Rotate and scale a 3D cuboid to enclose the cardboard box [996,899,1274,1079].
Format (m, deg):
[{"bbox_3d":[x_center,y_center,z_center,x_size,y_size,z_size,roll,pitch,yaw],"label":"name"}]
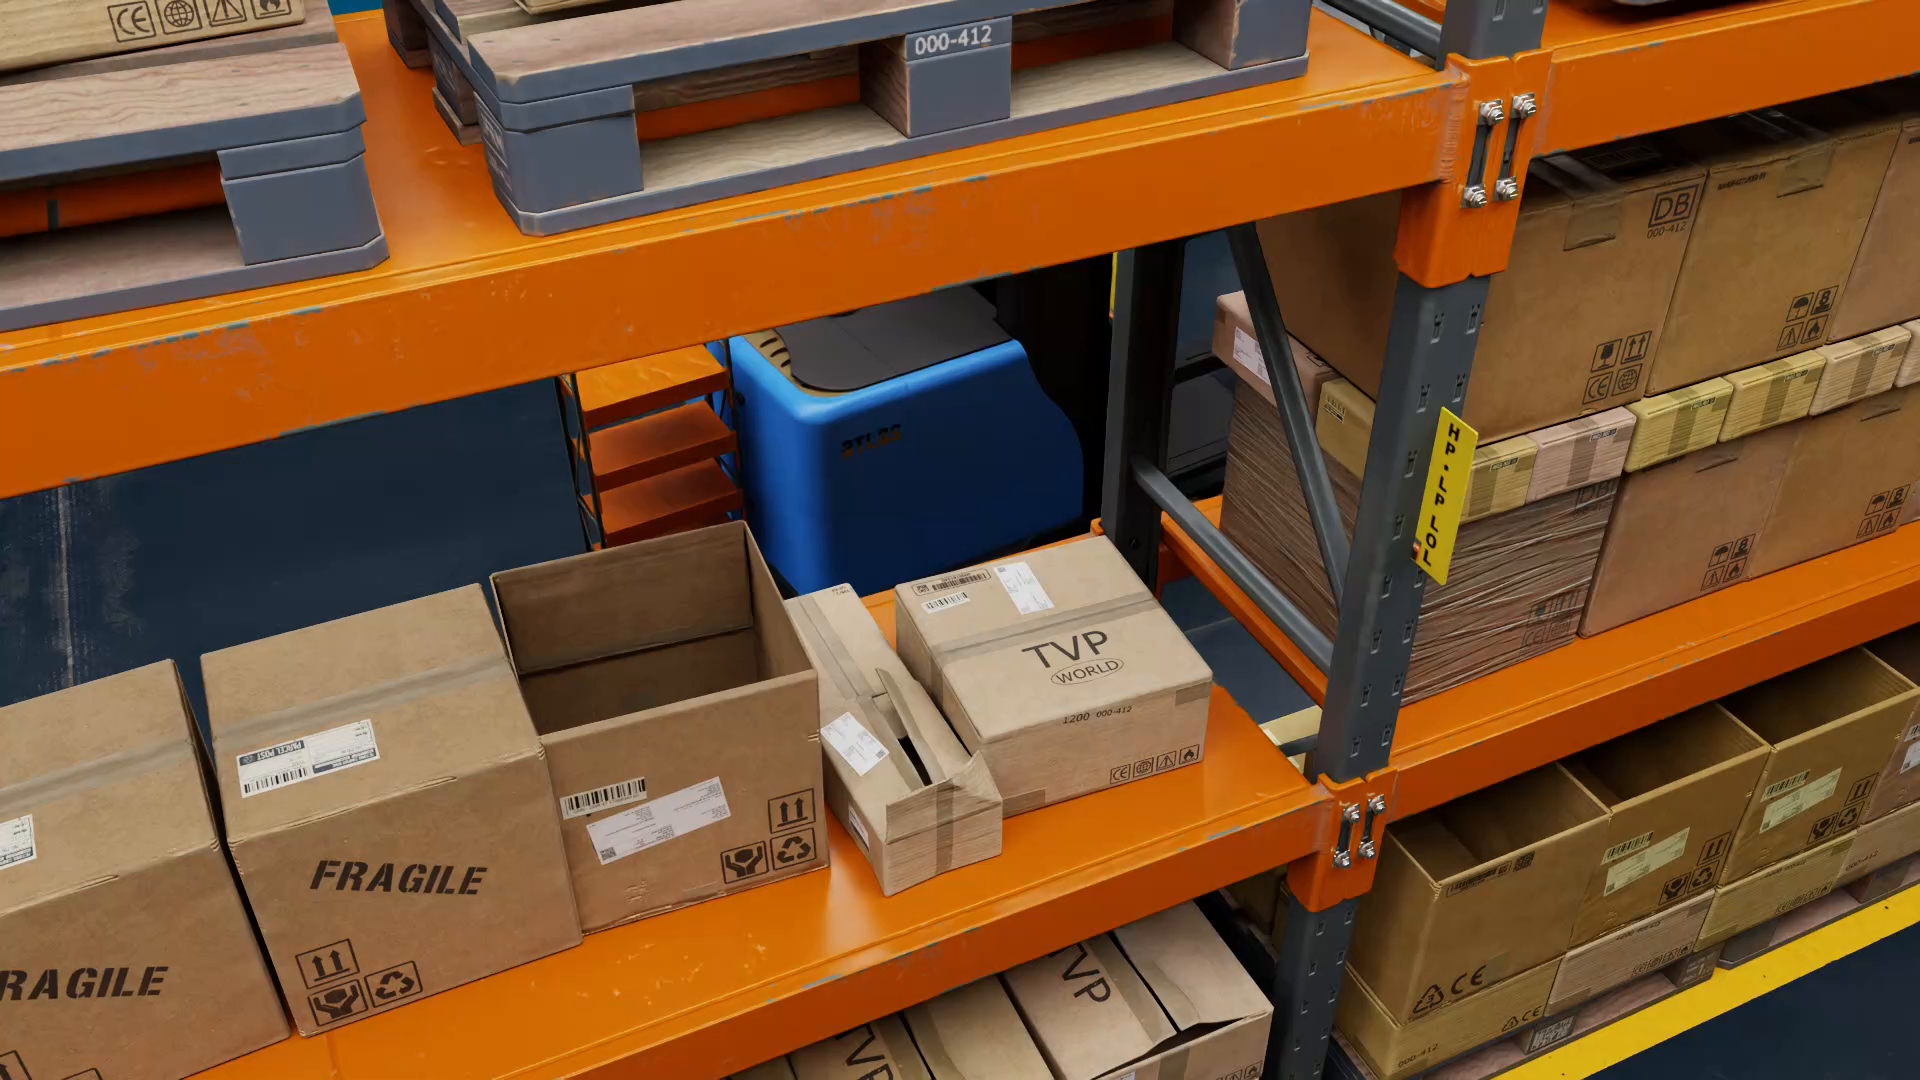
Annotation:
[{"bbox_3d":[0.364,1.036,3.820,0.500,0.311,0.500,-16,39,-20],"label":"cardboard box"}]

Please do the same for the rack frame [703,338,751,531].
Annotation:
[{"bbox_3d":[-0.767,-0.229,5.537,0.015,1.200,0.240,-20,41,-23],"label":"rack frame"}]

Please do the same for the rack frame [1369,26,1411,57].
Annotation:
[{"bbox_3d":[2.129,-3.616,8.608,0.127,3.000,1.000,-16,39,-20],"label":"rack frame"}]

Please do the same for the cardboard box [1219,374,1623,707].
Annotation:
[{"bbox_3d":[1.008,-0.088,3.766,0.500,0.500,0.700,-17,40,-21],"label":"cardboard box"}]

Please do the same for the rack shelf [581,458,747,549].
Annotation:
[{"bbox_3d":[-0.978,-0.100,5.483,0.480,0.148,0.258,-20,41,-23],"label":"rack shelf"}]

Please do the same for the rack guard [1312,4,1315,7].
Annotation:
[{"bbox_3d":[2.080,-2.568,9.292,0.348,0.500,1.175,-16,39,-20],"label":"rack guard"}]

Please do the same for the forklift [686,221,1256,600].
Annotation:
[{"bbox_3d":[0.536,-1.415,5.697,3.031,2.935,1.130,-21,41,-26],"label":"forklift"}]

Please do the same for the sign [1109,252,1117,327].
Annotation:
[{"bbox_3d":[0.372,-0.610,3.762,0.005,0.325,0.100,-16,39,-20],"label":"sign"}]

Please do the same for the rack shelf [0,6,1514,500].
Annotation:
[{"bbox_3d":[-1.201,-0.341,2.278,4.000,0.370,1.077,-16,39,-20],"label":"rack shelf"}]

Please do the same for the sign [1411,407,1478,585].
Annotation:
[{"bbox_3d":[0.849,-0.075,2.927,0.005,0.325,0.100,-16,39,-20],"label":"sign"}]

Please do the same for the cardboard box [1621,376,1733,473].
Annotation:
[{"bbox_3d":[1.395,-0.326,3.543,0.250,0.149,0.380,-17,40,-21],"label":"cardboard box"}]

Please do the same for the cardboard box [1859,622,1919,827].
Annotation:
[{"bbox_3d":[2.519,0.373,4.555,0.500,0.500,0.500,-16,39,-20],"label":"cardboard box"}]

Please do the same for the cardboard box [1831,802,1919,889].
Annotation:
[{"bbox_3d":[2.518,0.673,4.781,0.500,0.250,0.500,-16,39,-20],"label":"cardboard box"}]

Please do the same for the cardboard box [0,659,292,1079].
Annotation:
[{"bbox_3d":[-1.500,0.607,2.830,0.500,0.500,0.500,-18,40,-22],"label":"cardboard box"}]

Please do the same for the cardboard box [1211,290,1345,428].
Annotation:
[{"bbox_3d":[0.764,-0.417,3.666,0.250,0.149,0.380,-16,39,-20],"label":"cardboard box"}]

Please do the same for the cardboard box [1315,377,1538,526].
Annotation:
[{"bbox_3d":[0.935,-0.196,3.368,0.250,0.149,0.380,-16,39,-20],"label":"cardboard box"}]

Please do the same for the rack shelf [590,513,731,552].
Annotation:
[{"bbox_3d":[-0.975,0.058,5.603,0.480,0.148,0.258,-20,41,-23],"label":"rack shelf"}]

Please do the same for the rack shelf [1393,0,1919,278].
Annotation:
[{"bbox_3d":[2.420,-1.354,3.643,4.000,0.370,1.077,-16,39,-20],"label":"rack shelf"}]

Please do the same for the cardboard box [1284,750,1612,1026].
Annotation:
[{"bbox_3d":[1.162,0.754,4.041,0.500,0.500,0.500,-16,39,-20],"label":"cardboard box"}]

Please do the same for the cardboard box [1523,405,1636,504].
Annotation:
[{"bbox_3d":[1.162,-0.260,3.454,0.250,0.149,0.380,-15,39,-19],"label":"cardboard box"}]

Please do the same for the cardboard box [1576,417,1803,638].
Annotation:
[{"bbox_3d":[1.483,-0.225,3.951,0.500,0.500,0.700,-16,39,-20],"label":"cardboard box"}]

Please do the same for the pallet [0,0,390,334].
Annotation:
[{"bbox_3d":[-1.424,-0.553,2.118,1.213,0.211,1.003,-14,39,-18],"label":"pallet"}]

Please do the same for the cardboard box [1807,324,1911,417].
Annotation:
[{"bbox_3d":[1.859,-0.455,3.717,0.250,0.149,0.380,-17,40,-21],"label":"cardboard box"}]

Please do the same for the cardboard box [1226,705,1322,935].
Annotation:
[{"bbox_3d":[0.936,0.769,4.651,0.500,0.250,0.500,-16,39,-20],"label":"cardboard box"}]

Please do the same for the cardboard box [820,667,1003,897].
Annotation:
[{"bbox_3d":[-0.109,0.444,3.246,0.258,0.266,0.396,-17,40,-21],"label":"cardboard box"}]

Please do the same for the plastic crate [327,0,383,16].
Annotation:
[{"bbox_3d":[-2.358,-2.150,6.645,0.575,0.384,0.392,-16,39,-20],"label":"plastic crate"}]

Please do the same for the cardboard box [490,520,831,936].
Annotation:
[{"bbox_3d":[-0.570,0.347,3.180,0.500,0.500,0.500,-13,38,-17],"label":"cardboard box"}]

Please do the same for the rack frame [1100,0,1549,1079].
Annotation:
[{"bbox_3d":[0.609,0.068,3.640,0.127,3.000,1.000,-16,39,-20],"label":"rack frame"}]

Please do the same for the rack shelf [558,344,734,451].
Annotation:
[{"bbox_3d":[-0.985,-0.468,5.206,0.480,0.148,0.258,-20,41,-23],"label":"rack shelf"}]

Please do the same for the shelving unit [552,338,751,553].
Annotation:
[{"bbox_3d":[-0.979,-0.154,5.443,0.503,1.200,0.258,-20,41,-23],"label":"shelving unit"}]

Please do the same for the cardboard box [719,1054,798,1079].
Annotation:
[{"bbox_3d":[-0.557,1.296,3.470,0.500,0.311,0.500,-16,39,-20],"label":"cardboard box"}]

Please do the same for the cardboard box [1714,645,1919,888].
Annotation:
[{"bbox_3d":[2.067,0.501,4.383,0.500,0.500,0.500,-16,39,-20],"label":"cardboard box"}]

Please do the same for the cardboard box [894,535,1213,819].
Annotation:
[{"bbox_3d":[0.182,0.277,3.485,0.500,0.250,0.500,-13,39,-17],"label":"cardboard box"}]

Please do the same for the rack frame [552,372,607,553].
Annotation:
[{"bbox_3d":[-1.191,-0.079,5.348,0.015,1.200,0.240,-20,41,-23],"label":"rack frame"}]

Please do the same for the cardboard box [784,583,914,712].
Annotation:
[{"bbox_3d":[-0.280,0.283,3.561,0.250,0.149,0.380,-16,39,-20],"label":"cardboard box"}]

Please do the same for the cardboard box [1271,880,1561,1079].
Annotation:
[{"bbox_3d":[1.158,1.050,4.272,0.500,0.250,0.500,-16,39,-20],"label":"cardboard box"}]

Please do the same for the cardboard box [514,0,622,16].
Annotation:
[{"bbox_3d":[-0.449,-0.954,2.273,0.500,0.250,0.500,-20,41,-24],"label":"cardboard box"}]

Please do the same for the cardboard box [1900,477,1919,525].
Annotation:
[{"bbox_3d":[2.402,-0.480,4.295,0.500,0.500,0.700,-14,39,-19],"label":"cardboard box"}]

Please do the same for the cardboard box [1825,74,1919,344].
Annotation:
[{"bbox_3d":[1.919,-0.864,3.724,0.500,0.500,0.700,-16,39,-20],"label":"cardboard box"}]

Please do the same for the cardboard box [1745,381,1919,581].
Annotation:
[{"bbox_3d":[1.939,-0.349,4.119,0.500,0.500,0.700,-15,39,-19],"label":"cardboard box"}]

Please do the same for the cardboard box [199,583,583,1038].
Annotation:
[{"bbox_3d":[-1.023,0.474,3.009,0.500,0.500,0.500,-16,39,-20],"label":"cardboard box"}]

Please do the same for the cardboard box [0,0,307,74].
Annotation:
[{"bbox_3d":[-1.148,-0.794,2.058,0.500,0.250,0.500,-19,41,-24],"label":"cardboard box"}]

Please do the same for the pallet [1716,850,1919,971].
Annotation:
[{"bbox_3d":[2.453,0.698,5.131,1.213,0.211,1.003,-16,39,-20],"label":"pallet"}]

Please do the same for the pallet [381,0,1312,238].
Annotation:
[{"bbox_3d":[-0.184,-0.829,2.493,1.217,0.209,0.805,-17,40,-22],"label":"pallet"}]

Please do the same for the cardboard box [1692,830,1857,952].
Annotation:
[{"bbox_3d":[2.067,0.803,4.606,0.500,0.250,0.500,-16,39,-20],"label":"cardboard box"}]

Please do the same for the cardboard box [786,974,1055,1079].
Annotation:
[{"bbox_3d":[-0.104,1.171,3.638,0.500,0.311,0.500,-15,39,-19],"label":"cardboard box"}]

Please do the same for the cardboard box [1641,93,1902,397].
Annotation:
[{"bbox_3d":[1.465,-0.737,3.553,0.500,0.500,0.700,-16,39,-20],"label":"cardboard box"}]

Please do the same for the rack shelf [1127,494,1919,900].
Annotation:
[{"bbox_3d":[2.420,-0.149,4.537,4.000,0.370,1.077,-16,39,-20],"label":"rack shelf"}]

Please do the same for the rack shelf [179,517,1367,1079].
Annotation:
[{"bbox_3d":[-1.201,0.863,3.172,4.000,0.370,1.077,-16,39,-20],"label":"rack shelf"}]

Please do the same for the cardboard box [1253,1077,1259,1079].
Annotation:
[{"bbox_3d":[0.357,1.265,3.982,0.500,0.250,0.500,-16,39,-20],"label":"cardboard box"}]

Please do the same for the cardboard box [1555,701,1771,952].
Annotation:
[{"bbox_3d":[1.611,0.623,4.218,0.500,0.500,0.500,-16,39,-20],"label":"cardboard box"}]

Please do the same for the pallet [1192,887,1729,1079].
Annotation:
[{"bbox_3d":[1.347,1.010,4.712,1.213,0.211,1.003,-16,39,-20],"label":"pallet"}]

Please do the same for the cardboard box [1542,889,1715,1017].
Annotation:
[{"bbox_3d":[1.613,0.926,4.439,0.500,0.250,0.500,-16,39,-20],"label":"cardboard box"}]

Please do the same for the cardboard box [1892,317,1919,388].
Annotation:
[{"bbox_3d":[2.100,-0.524,3.811,0.250,0.149,0.380,-17,40,-21],"label":"cardboard box"}]

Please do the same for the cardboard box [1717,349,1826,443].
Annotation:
[{"bbox_3d":[1.632,-0.393,3.633,0.250,0.149,0.380,-16,39,-20],"label":"cardboard box"}]

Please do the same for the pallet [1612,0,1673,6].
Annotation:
[{"bbox_3d":[1.370,-1.331,3.083,1.213,0.211,1.003,-16,39,-20],"label":"pallet"}]

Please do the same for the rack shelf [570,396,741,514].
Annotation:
[{"bbox_3d":[-0.982,-0.279,5.348,0.480,0.148,0.258,-20,41,-23],"label":"rack shelf"}]

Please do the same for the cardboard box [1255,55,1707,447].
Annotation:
[{"bbox_3d":[1.008,-0.609,3.380,0.500,0.500,0.700,-15,39,-20],"label":"cardboard box"}]
